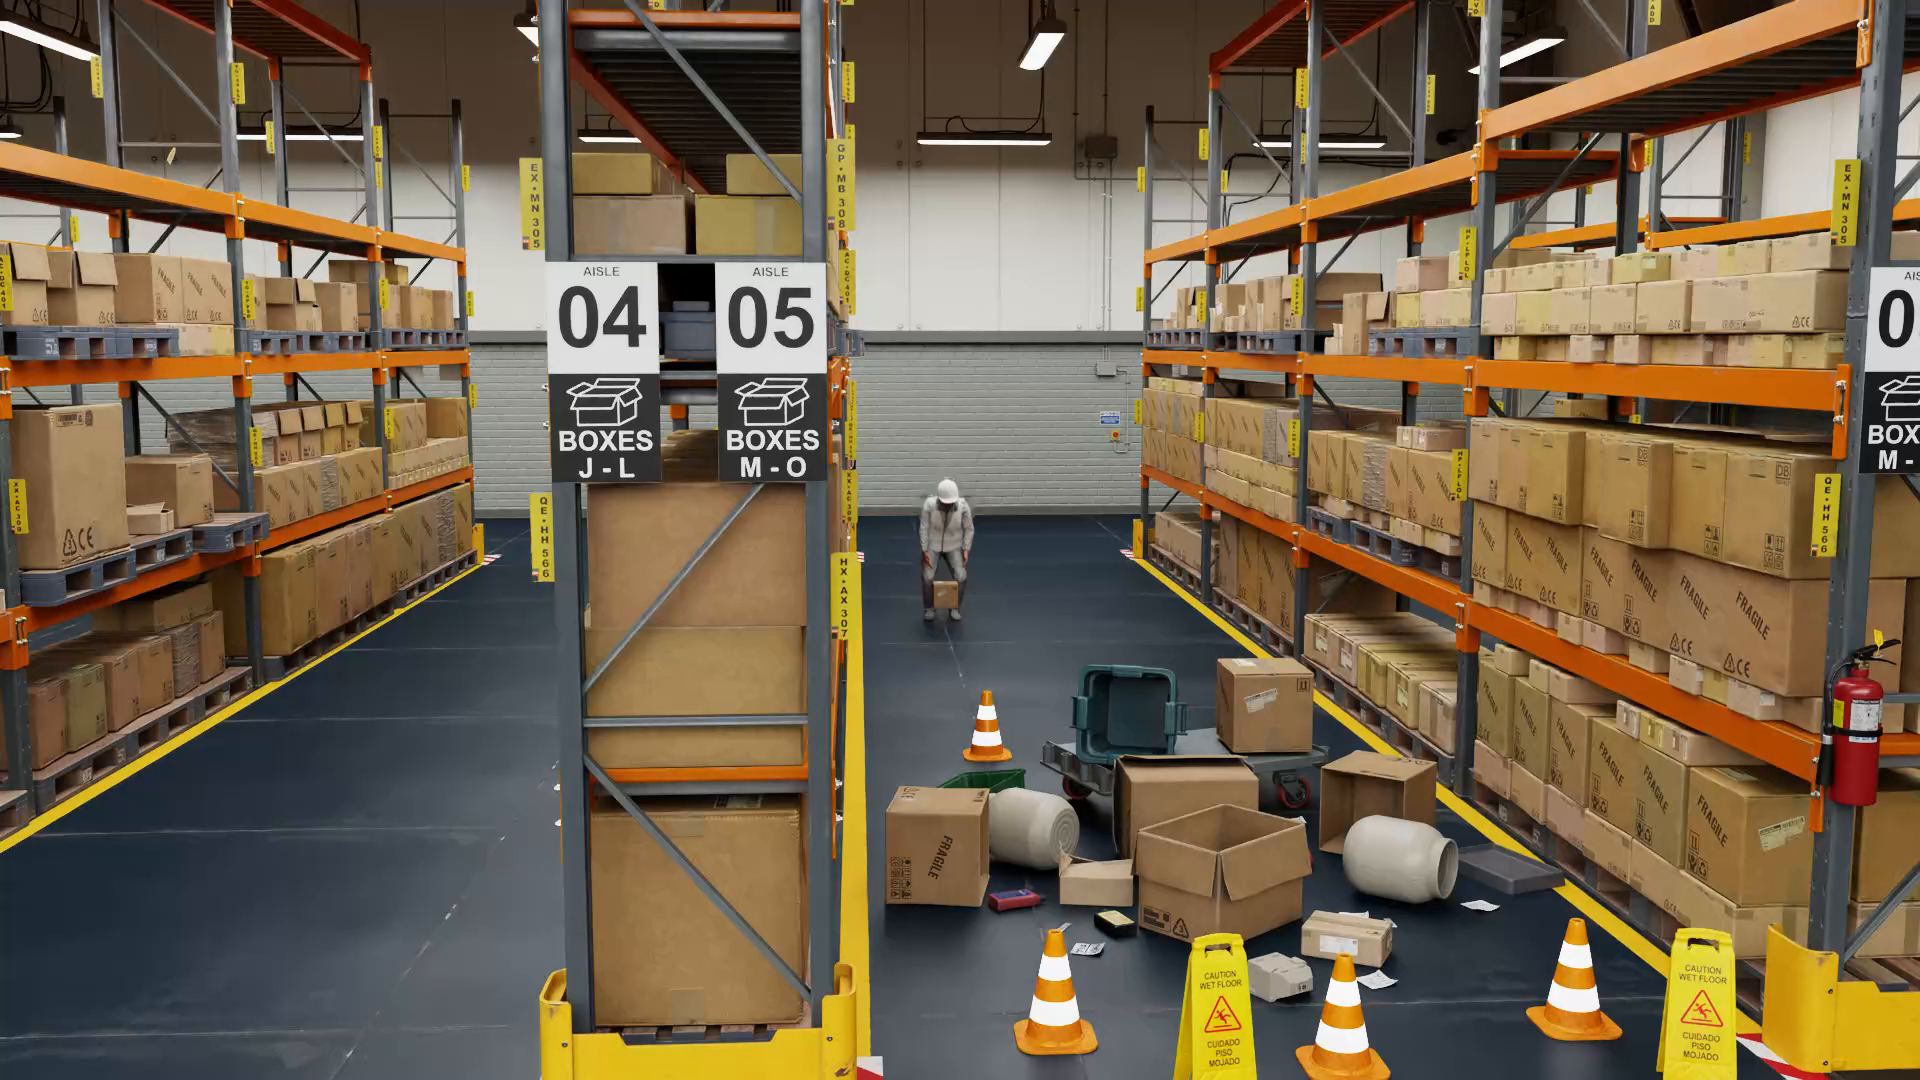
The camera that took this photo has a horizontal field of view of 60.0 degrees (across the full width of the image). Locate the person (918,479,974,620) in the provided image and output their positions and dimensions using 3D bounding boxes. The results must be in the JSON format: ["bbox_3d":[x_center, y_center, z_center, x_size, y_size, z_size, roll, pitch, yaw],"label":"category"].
[{"bbox_3d":[-0.146,0.093,17.506,0.590,1.507,0.713,0,7,-3],"label":"person"}]
